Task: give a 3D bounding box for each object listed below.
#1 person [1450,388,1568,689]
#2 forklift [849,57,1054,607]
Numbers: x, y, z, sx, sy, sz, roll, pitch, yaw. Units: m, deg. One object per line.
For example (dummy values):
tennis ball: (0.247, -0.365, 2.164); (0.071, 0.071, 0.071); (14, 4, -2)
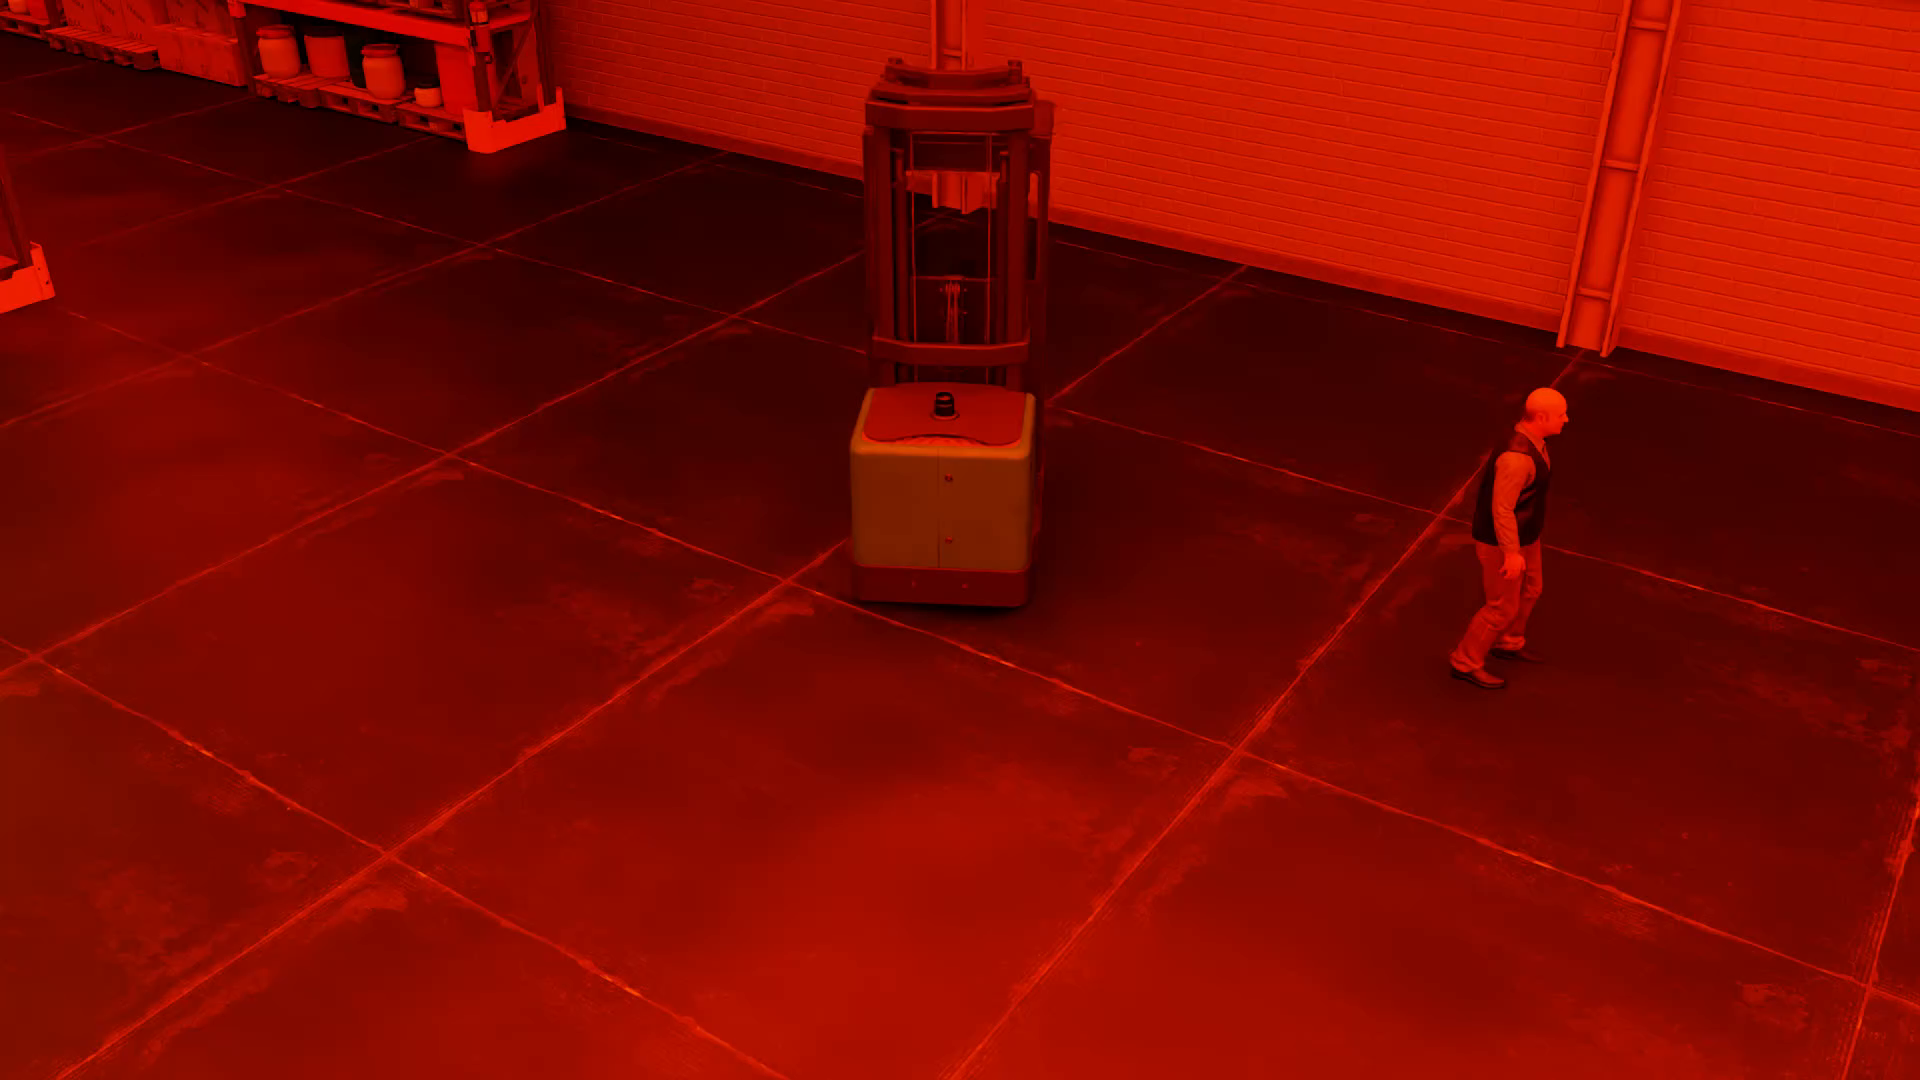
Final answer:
person: (2.962, -0.004, 8.826); (0.485, 1.739, 0.605); (15, 33, 24)
forklift: (-0.001, -1.589, 10.317); (1.130, 2.935, 3.031); (2, 30, 4)
